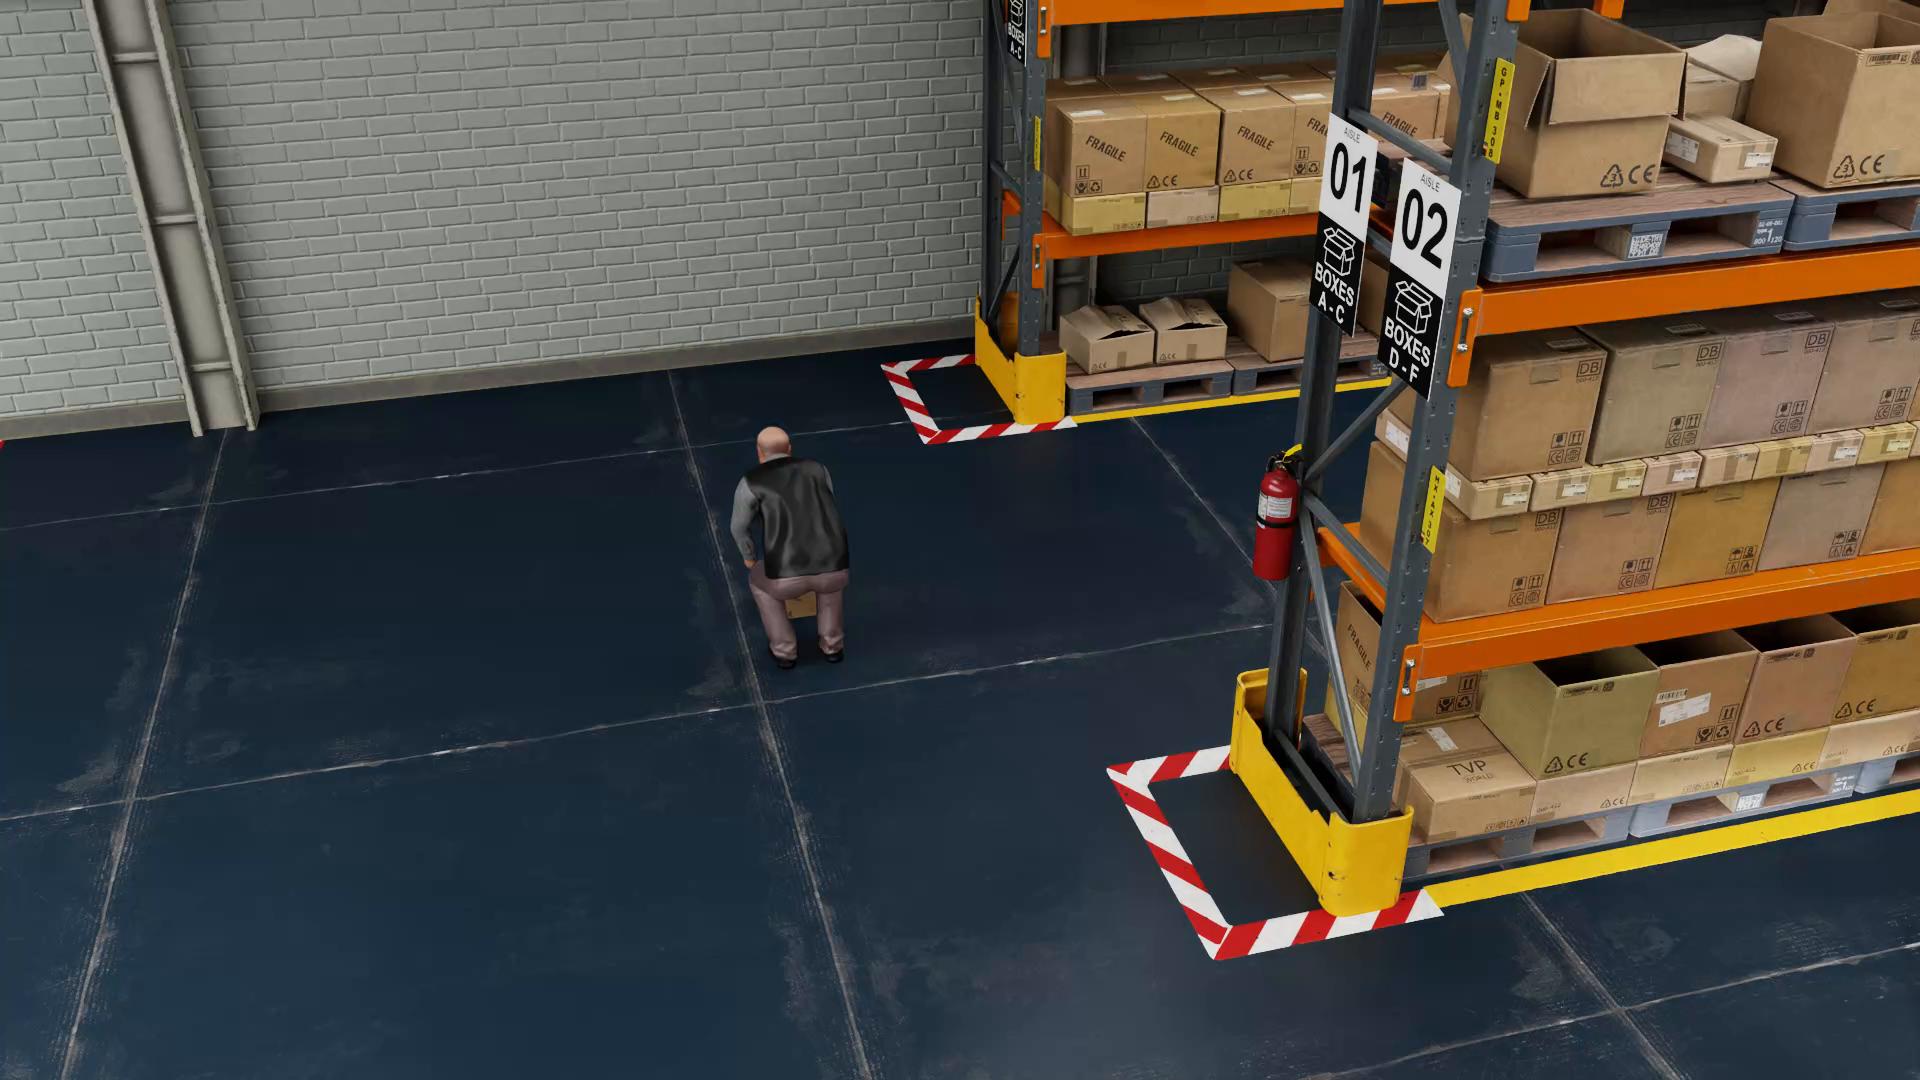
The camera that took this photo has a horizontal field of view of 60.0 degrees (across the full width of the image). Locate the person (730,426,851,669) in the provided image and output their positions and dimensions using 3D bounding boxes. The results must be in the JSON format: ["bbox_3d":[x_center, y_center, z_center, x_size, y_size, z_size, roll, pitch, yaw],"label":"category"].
[{"bbox_3d":[-0.885,0.106,8.728,0.573,1.079,0.815,-8,31,-13],"label":"person"}]
